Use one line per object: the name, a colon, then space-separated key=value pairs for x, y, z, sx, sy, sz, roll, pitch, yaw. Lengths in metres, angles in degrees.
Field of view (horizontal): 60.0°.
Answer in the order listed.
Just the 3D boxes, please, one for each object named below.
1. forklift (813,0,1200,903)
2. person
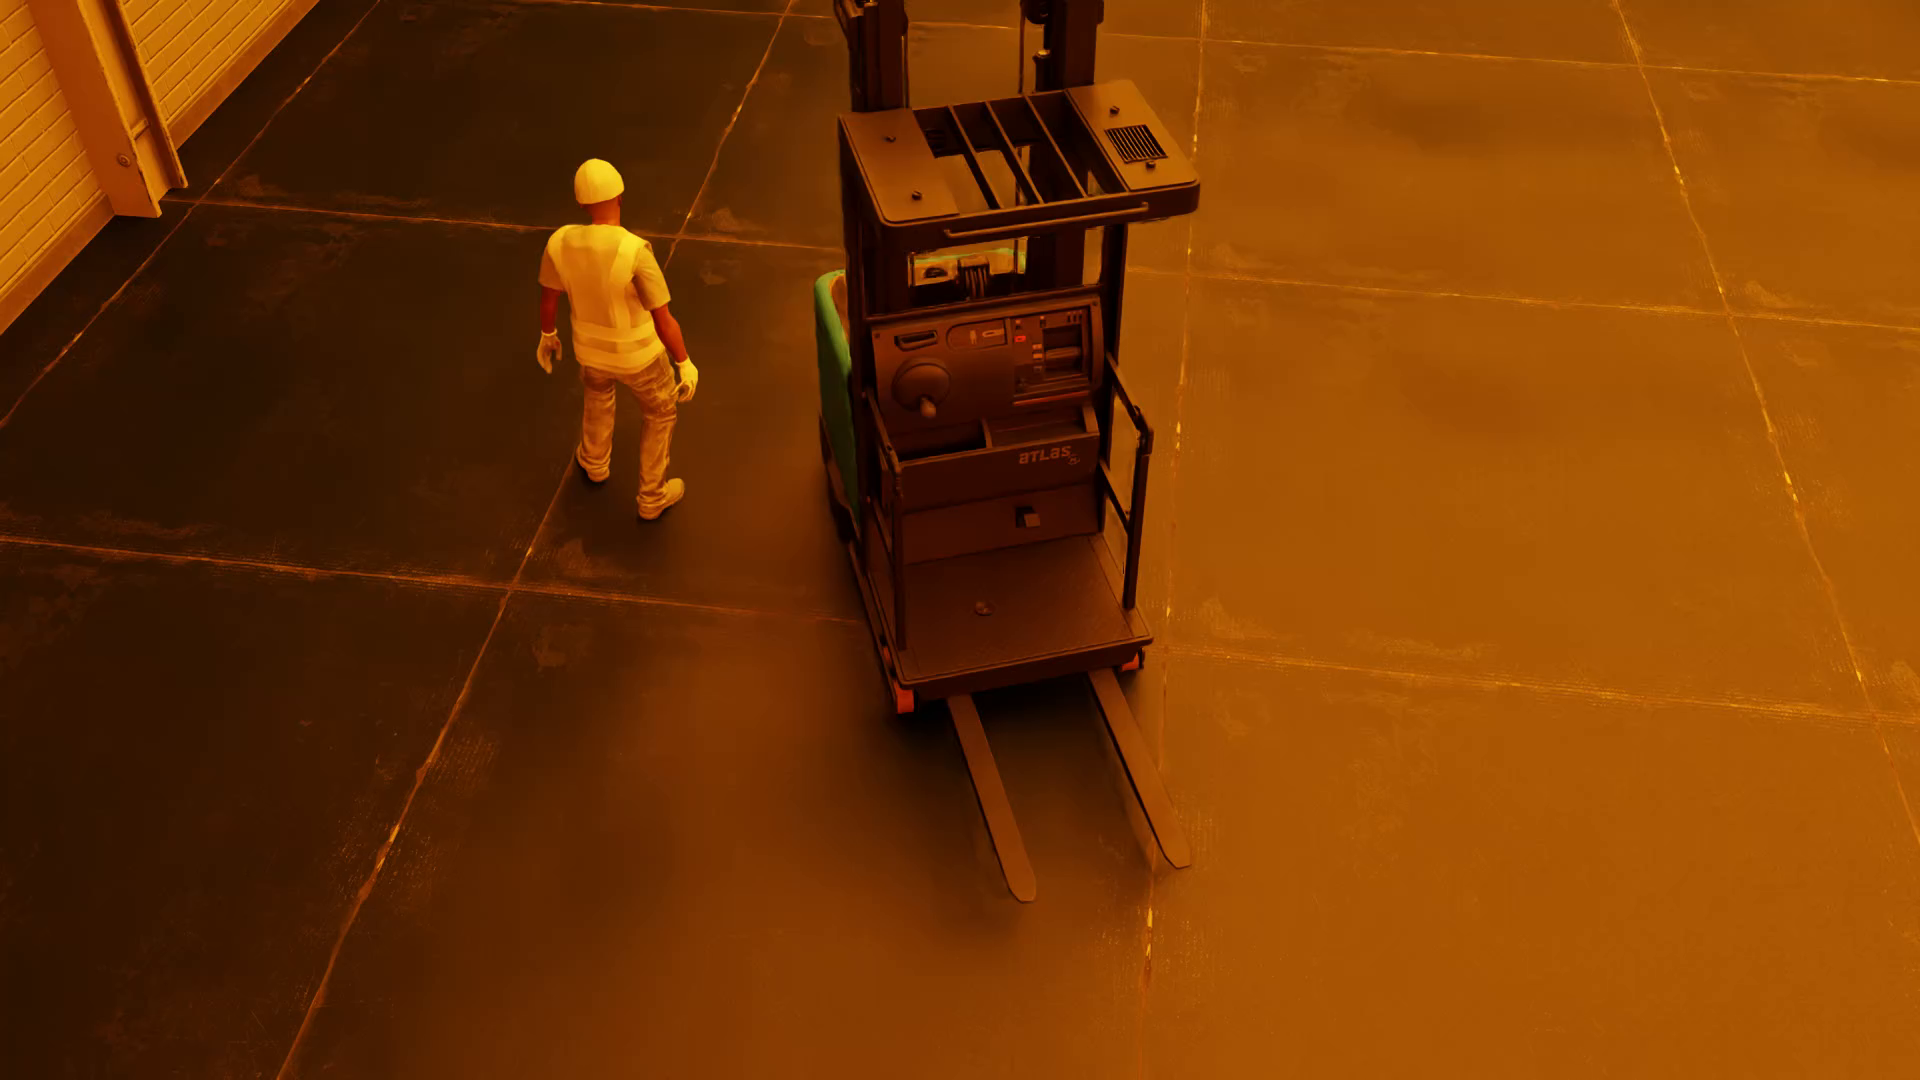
forklift: x=0.169 y=-0.631 z=6.412 sx=1.130 sy=2.935 sz=3.031 roll=-10 pitch=43 yaw=-10
person: x=-1.546 y=-0.906 z=7.599 sx=0.881 sy=1.745 sz=0.449 roll=16 pitch=45 yaw=16
